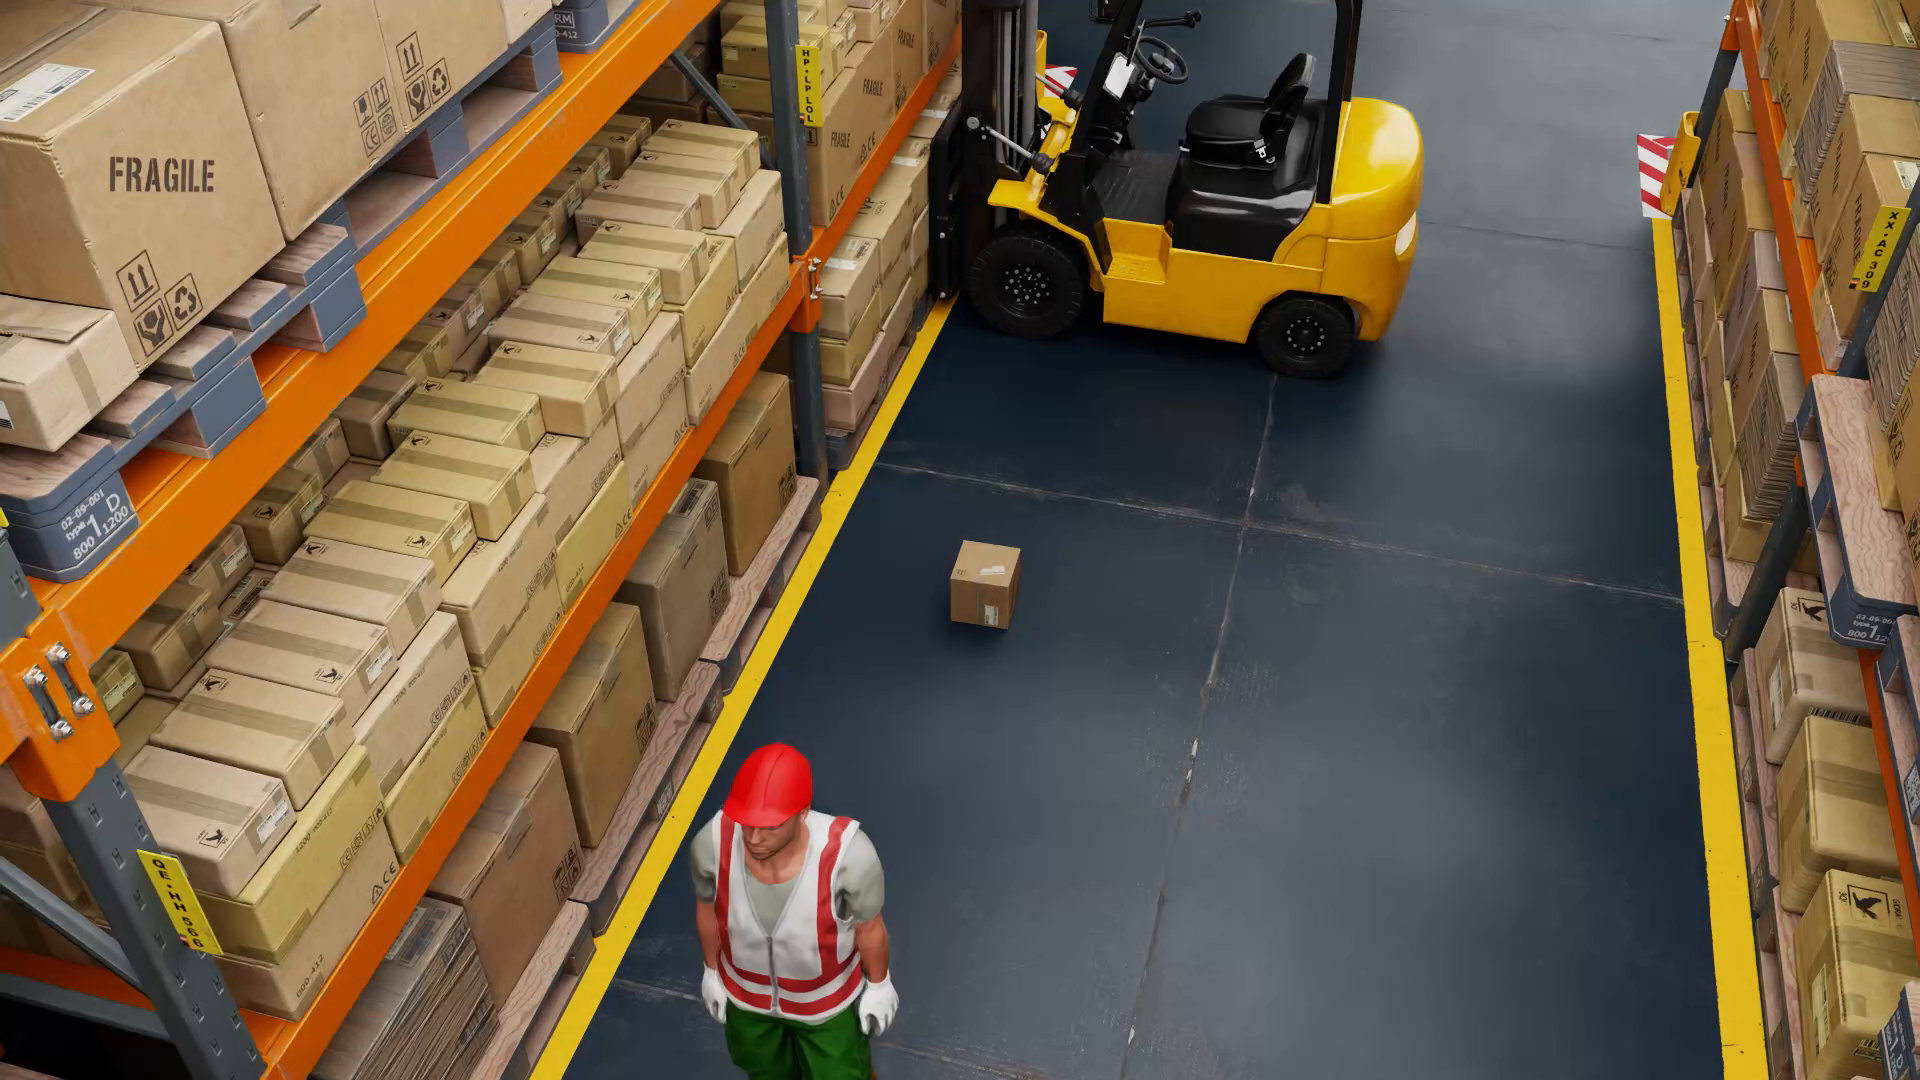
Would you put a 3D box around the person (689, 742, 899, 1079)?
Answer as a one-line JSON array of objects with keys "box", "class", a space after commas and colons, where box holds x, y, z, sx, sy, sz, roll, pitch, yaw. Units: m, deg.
[{"box": [-0.454, 1.227, 4.661, 0.568, 1.781, 0.508, 7, 41, 8], "class": "person"}]
